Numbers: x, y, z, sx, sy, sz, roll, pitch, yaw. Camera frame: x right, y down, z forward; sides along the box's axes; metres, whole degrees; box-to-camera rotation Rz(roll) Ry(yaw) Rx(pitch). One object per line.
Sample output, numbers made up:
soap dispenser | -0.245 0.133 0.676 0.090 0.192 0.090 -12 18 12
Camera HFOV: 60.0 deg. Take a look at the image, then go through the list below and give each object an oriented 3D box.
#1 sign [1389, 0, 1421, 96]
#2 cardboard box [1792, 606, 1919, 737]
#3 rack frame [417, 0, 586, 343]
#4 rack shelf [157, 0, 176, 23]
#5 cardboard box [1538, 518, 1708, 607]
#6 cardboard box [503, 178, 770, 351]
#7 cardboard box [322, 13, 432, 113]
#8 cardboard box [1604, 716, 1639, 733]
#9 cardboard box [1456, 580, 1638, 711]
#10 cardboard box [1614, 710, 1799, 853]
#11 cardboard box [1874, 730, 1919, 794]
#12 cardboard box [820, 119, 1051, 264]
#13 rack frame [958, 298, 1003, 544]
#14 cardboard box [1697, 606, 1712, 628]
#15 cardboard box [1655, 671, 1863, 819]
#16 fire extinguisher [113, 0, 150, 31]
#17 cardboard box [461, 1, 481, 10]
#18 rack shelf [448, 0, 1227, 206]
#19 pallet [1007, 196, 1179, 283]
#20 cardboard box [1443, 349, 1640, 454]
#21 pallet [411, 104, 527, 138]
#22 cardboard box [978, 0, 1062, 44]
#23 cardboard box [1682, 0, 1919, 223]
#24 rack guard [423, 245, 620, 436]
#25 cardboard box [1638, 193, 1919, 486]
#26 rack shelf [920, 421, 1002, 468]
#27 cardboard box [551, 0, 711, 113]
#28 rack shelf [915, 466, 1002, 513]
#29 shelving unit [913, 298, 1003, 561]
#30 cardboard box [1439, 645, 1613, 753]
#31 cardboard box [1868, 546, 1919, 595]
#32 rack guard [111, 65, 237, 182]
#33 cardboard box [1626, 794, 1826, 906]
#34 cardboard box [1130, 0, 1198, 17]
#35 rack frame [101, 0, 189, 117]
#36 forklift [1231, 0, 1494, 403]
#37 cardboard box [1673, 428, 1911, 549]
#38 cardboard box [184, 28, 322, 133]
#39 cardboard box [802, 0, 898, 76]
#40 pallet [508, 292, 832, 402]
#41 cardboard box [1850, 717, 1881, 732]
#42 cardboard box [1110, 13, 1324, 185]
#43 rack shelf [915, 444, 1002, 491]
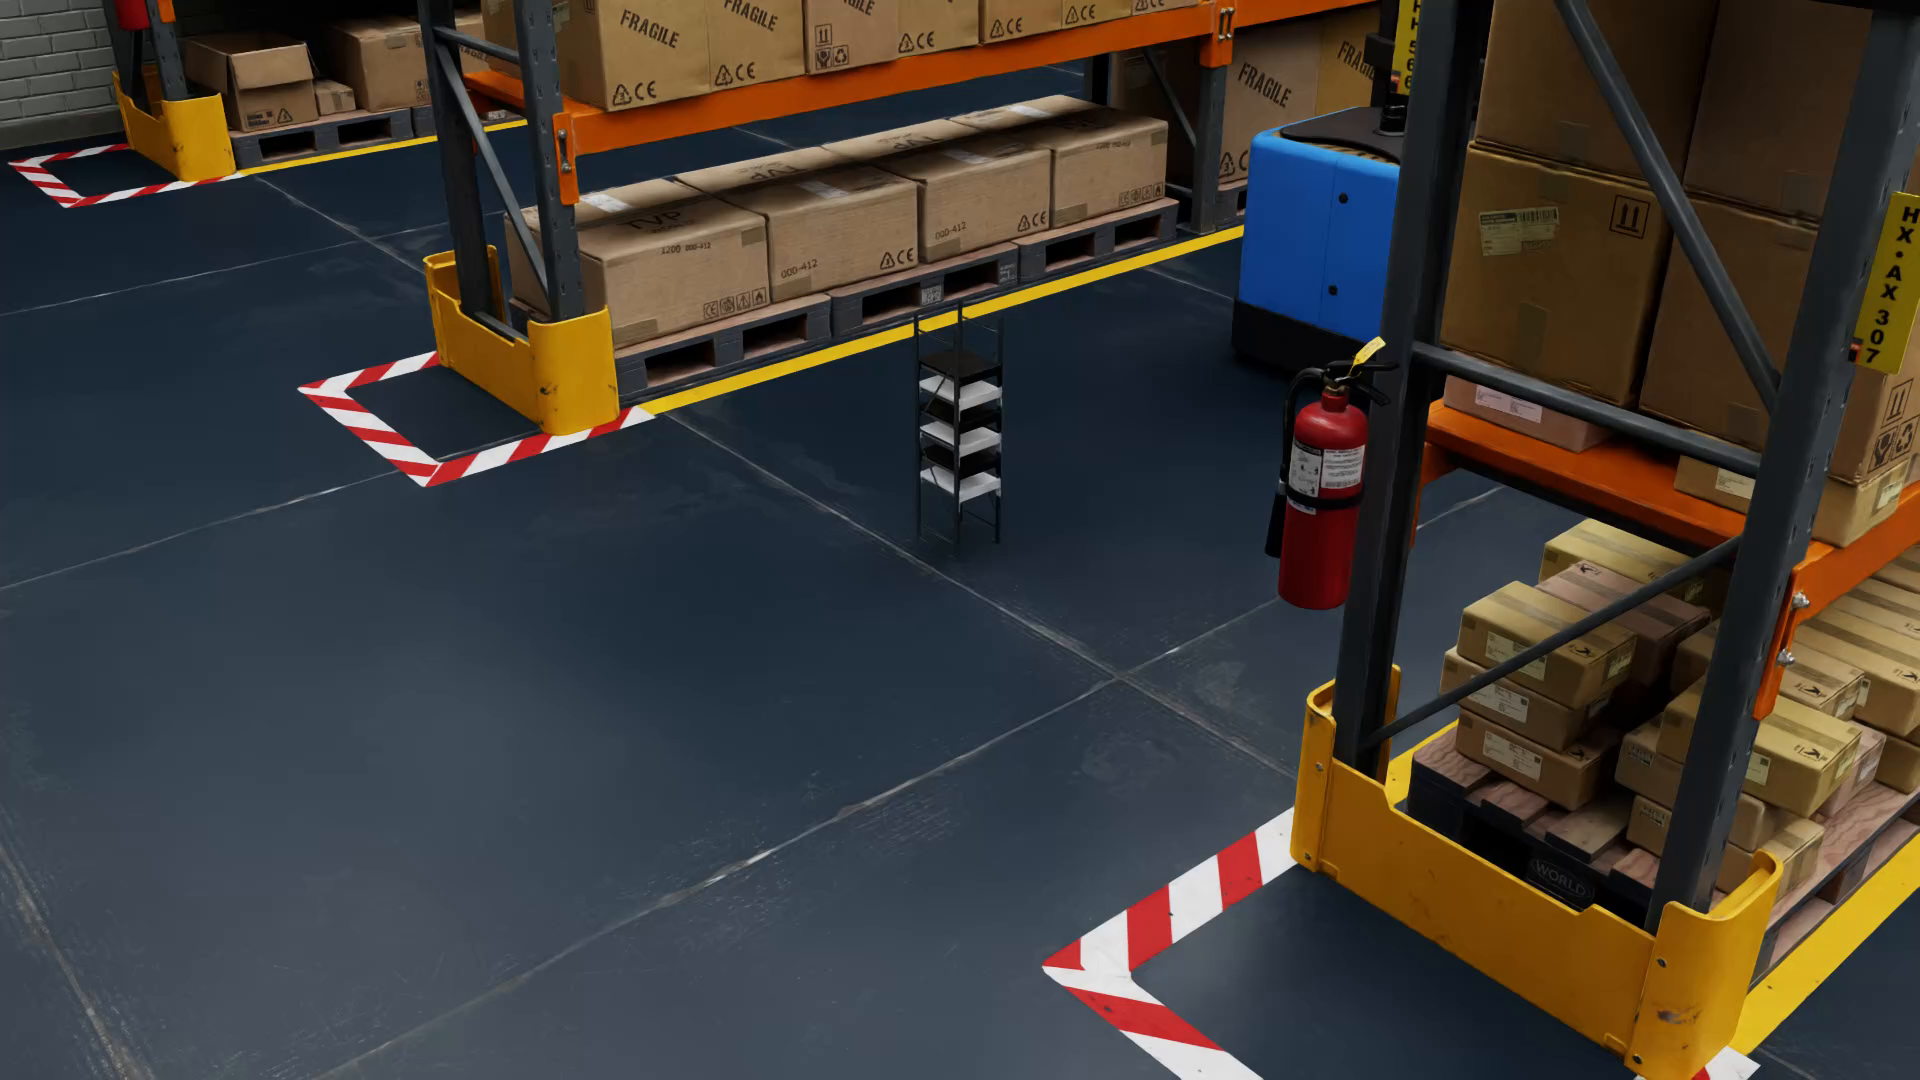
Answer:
sign | 0.997 -1.132 3.622 0.005 0.325 0.100 -22 35 -35
cardboard box | 2.368 0.336 4.387 0.250 0.149 0.380 -22 35 -35
rack frame | -1.948 -2.021 6.849 0.127 3.000 1.000 -22 35 -35
rack shelf | -3.651 -4.094 11.492 4.000 0.370 1.077 -22 35 -35
cardboard box | 1.923 0.099 4.831 0.250 0.149 0.380 -23 36 -36
cardboard box | -1.510 -1.314 7.799 0.875 0.438 0.875 -23 36 -37
cardboard box | -3.970 -3.283 11.418 0.500 0.500 0.700 -20 34 -33
cardboard box | 1.737 0.444 4.815 0.250 0.149 0.380 -21 34 -33
cardboard box | 1.580 0.280 4.492 0.250 0.149 0.380 -21 35 -34
cardboard box | 1.907 0.596 4.217 0.250 0.149 0.380 -20 34 -33
cardboard box | 2.544 0.523 4.668 0.250 0.149 0.380 -21 35 -34
cardboard box | -0.133 -1.872 8.844 0.875 0.438 0.875 -23 36 -36
rack frame | 0.071 -0.426 6.091 0.006 0.900 0.240 -22 35 -35
cardboard box | 1.953 0.240 4.881 0.250 0.149 0.380 -24 36 -37
cardboard box | 1.961 0.494 4.091 0.250 0.149 0.380 -24 36 -37
fire extinguisher | -4.984 -3.390 9.889 0.183 0.674 0.296 -22 35 -35
cardboard box | -3.180 -3.601 12.012 0.500 0.500 0.700 -23 36 -37
rack shelf | -0.426 -2.316 8.164 4.000 0.370 1.077 -22 35 -35
pallet | 0.466 -1.810 9.414 1.213 0.211 1.003 -22 35 -35
cardboard box | 1.407 -0.367 4.021 0.250 0.149 0.380 -22 35 -35
pallet | -3.581 -3.208 12.030 1.213 0.211 1.003 -22 35 -35
cardboard box | 0.148 -2.737 8.083 0.500 0.500 0.500 -23 35 -36
cardboard box | 1.856 -0.936 3.336 0.500 0.500 0.500 -22 35 -35
rack guard | -1.966 -0.911 7.425 0.348 0.500 1.175 -22 35 -35
cardboard box | 1.863 -0.491 3.564 0.500 0.500 0.500 -20 34 -33
rack shelf | -0.006 -0.365 6.049 0.200 0.077 0.258 -22 35 -35
cardboard box | -1.396 -2.109 6.908 0.500 0.500 0.500 -22 35 -35
rack shelf | -0.006 -0.206 6.134 0.200 0.077 0.258 -22 35 -35
shelving unit | -0.006 -0.394 6.033 0.210 0.900 0.258 -22 35 -35
cardboard box | 1.558 0.400 4.582 0.250 0.149 0.380 -23 36 -36
cardboard box | 2.720 0.149 4.737 0.250 0.149 0.380 -20 34 -33
rack guard | -5.114 -2.721 10.810 0.348 0.500 1.175 -22 35 -35
cardboard box | 1.948 0.750 4.244 0.250 0.149 0.380 -21 35 -34
cardboard box | 0.908 -3.055 8.679 0.500 0.500 0.500 -22 35 -34
rack frame | -5.172 -3.800 10.178 0.127 3.000 1.000 -22 35 -35
forklift | 2.705 -2.434 7.695 3.031 2.935 1.130 -23 36 -36
cardboard box | 1.801 -0.148 3.611 0.250 0.149 0.380 -22 35 -35
cardboard box | -4.645 -3.037 10.954 0.637 0.503 0.797 -24 36 -37
cardboard box | -0.631 -2.423 7.495 0.500 0.500 0.500 -22 35 -35
pallet | -1.390 -1.064 8.017 1.213 0.211 1.003 -22 35 -35
cardboard box | 2.281 0.425 4.535 0.250 0.149 0.380 -21 35 -34
cardboard box | 1.515 -2.711 9.949 0.875 0.875 0.875 -21 34 -33
rack shelf | -0.006 -0.286 6.091 0.200 0.077 0.258 -22 35 -35
